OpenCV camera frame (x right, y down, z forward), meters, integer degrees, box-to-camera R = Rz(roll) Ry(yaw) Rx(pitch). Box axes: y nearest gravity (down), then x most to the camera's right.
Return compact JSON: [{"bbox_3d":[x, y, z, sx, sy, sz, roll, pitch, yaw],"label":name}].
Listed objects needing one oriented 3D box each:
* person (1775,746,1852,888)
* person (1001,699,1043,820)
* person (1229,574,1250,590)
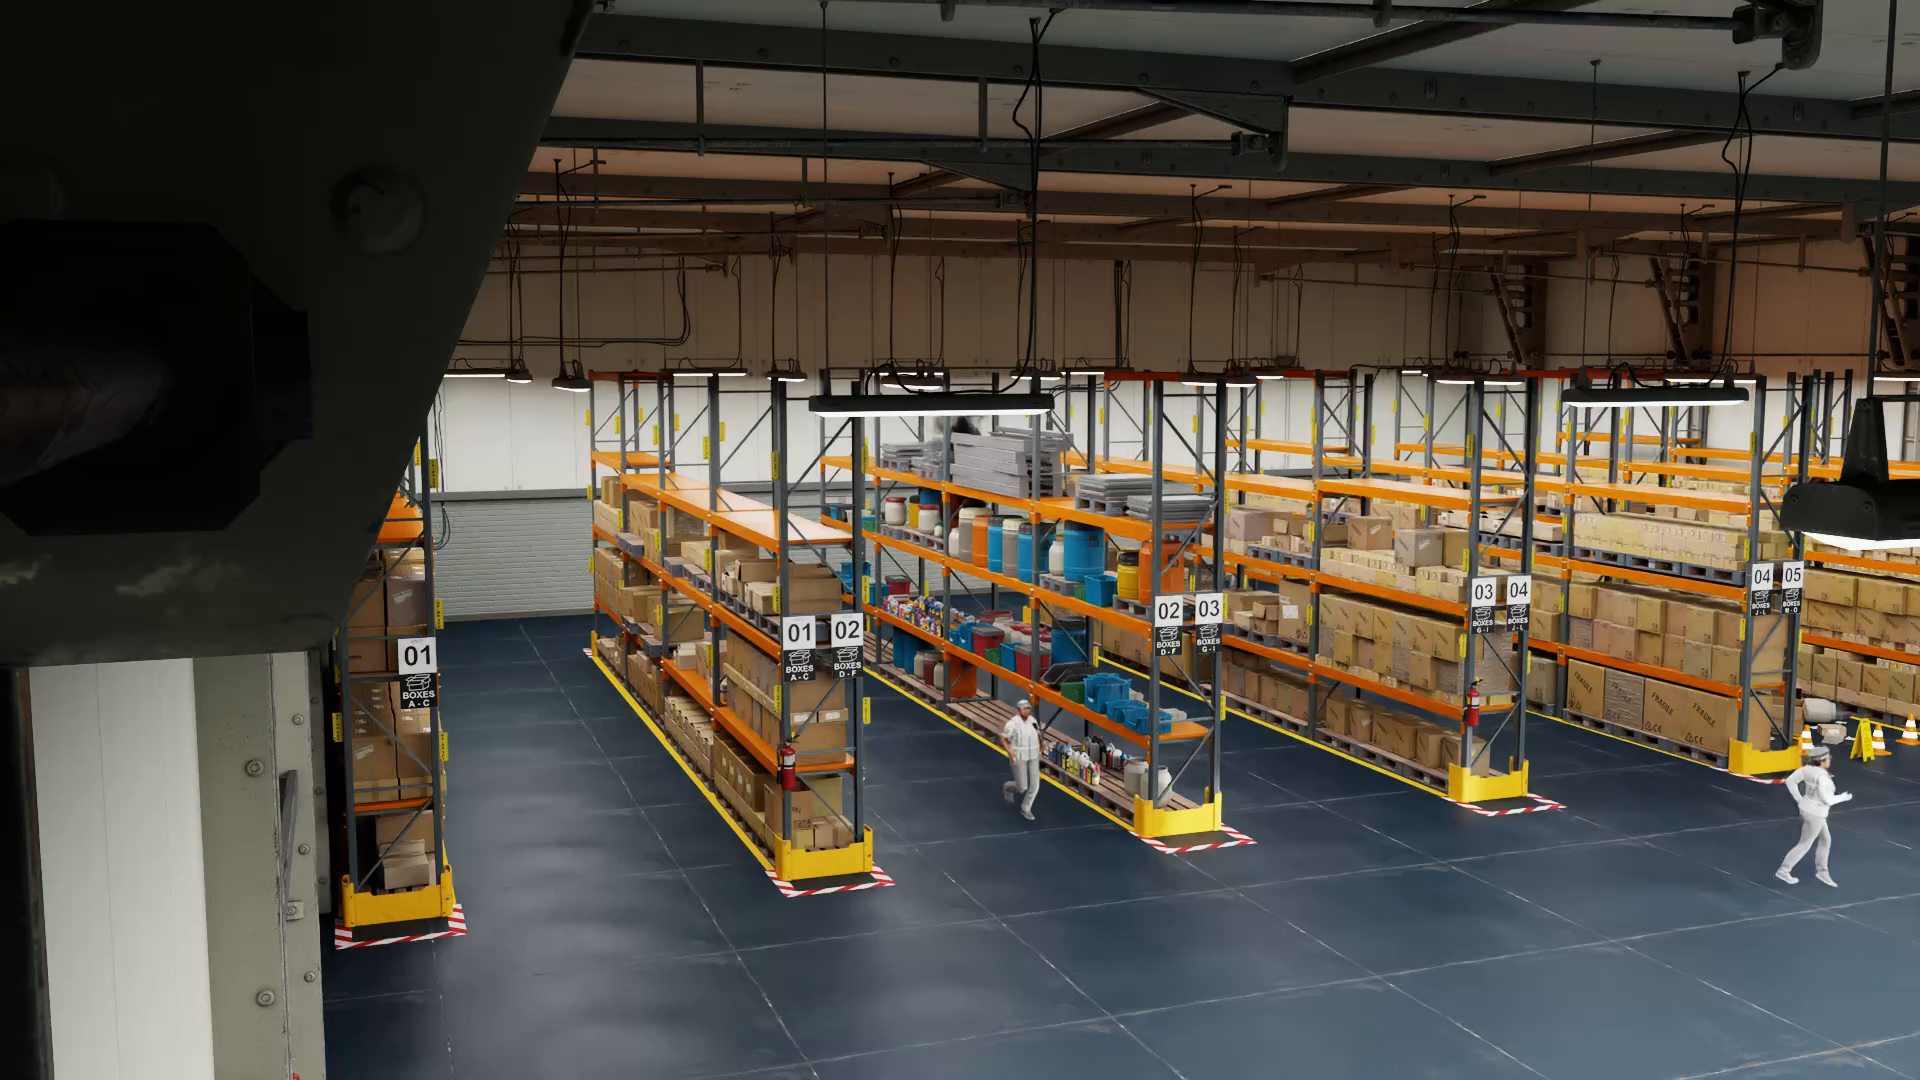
[{"bbox_3d":[10.112,3.296,19.726,0.816,1.737,0.557,1,6,8],"label":"person"},{"bbox_3d":[0.862,2.948,22.878,0.615,1.545,0.587,-3,7,-25],"label":"person"},{"bbox_3d":[7.042,0.838,41.715,0.847,1.730,0.561,-2,7,-16],"label":"person"}]
